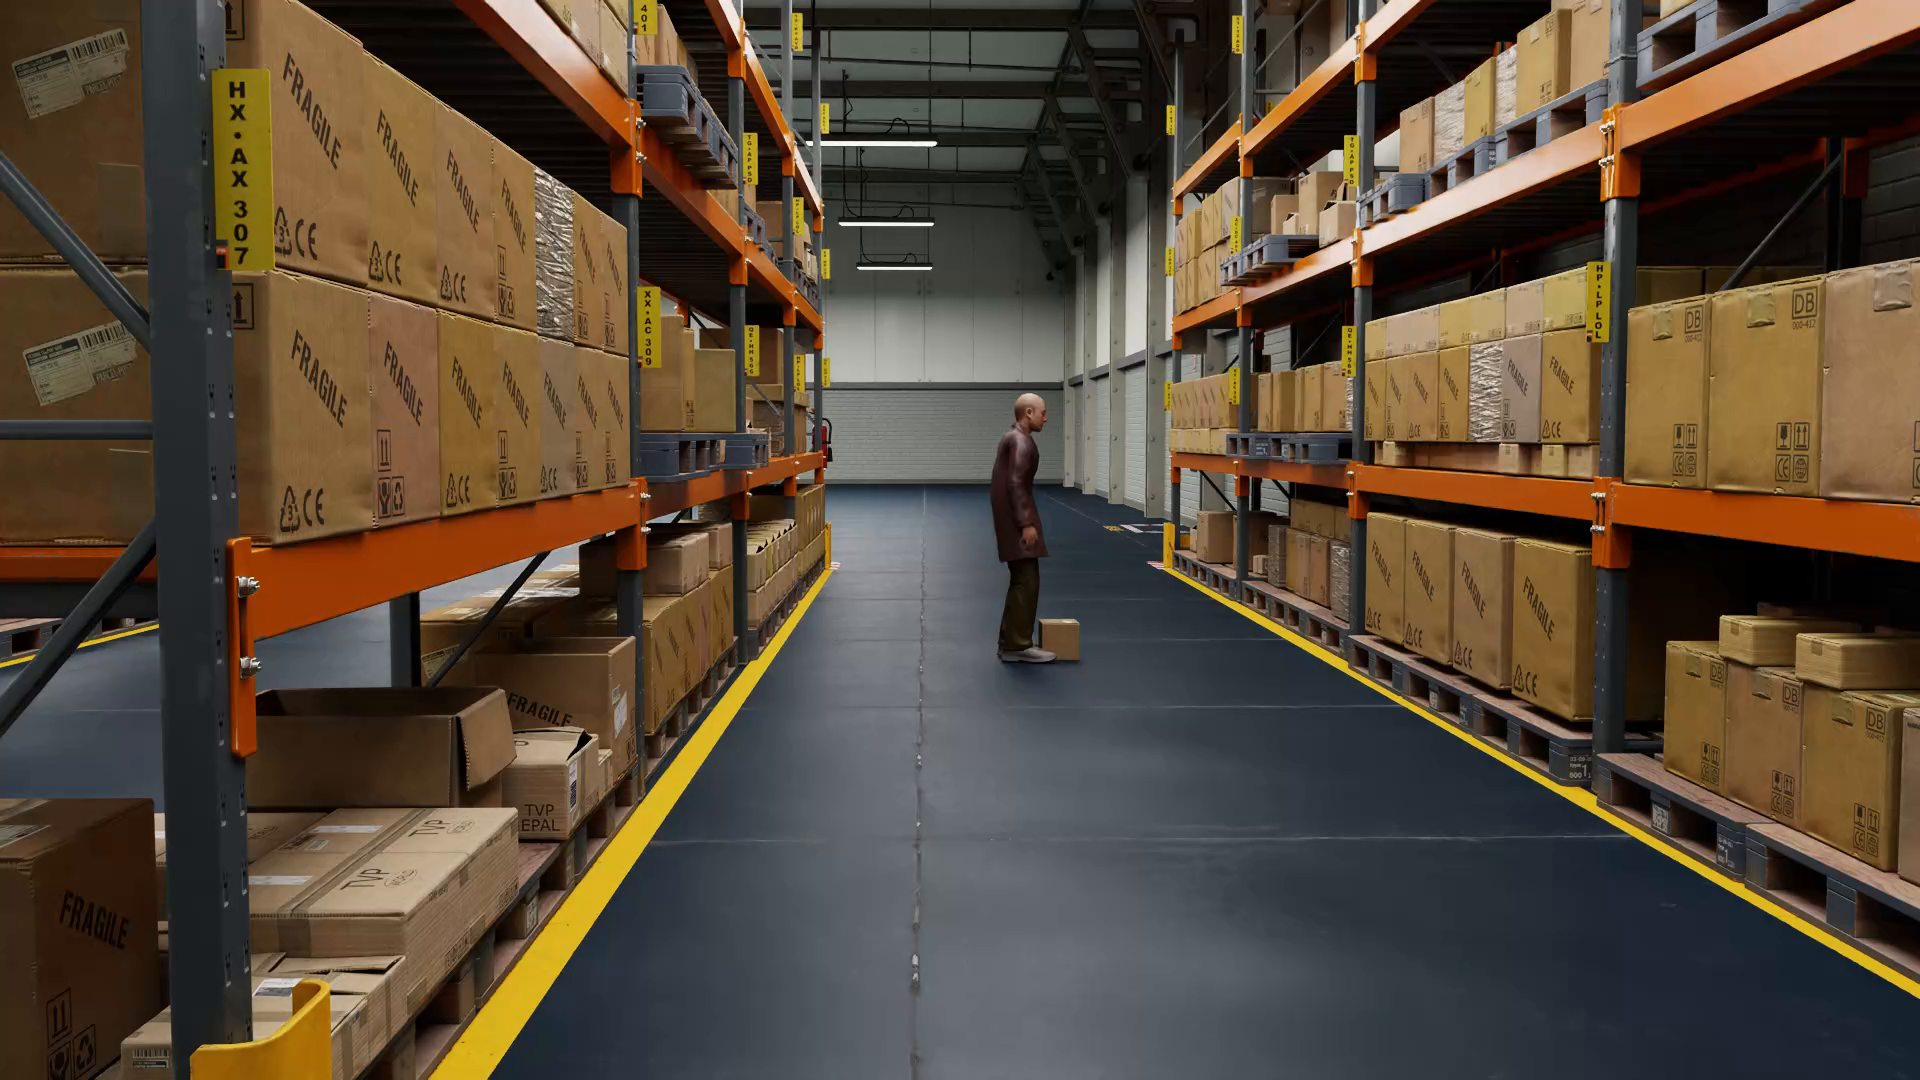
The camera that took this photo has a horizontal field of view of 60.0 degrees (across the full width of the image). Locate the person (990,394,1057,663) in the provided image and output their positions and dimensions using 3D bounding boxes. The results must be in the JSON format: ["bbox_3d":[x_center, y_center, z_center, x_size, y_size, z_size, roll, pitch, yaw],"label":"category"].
[{"bbox_3d":[0.416,-0.090,11.112,0.427,1.773,0.641,0,4,-2],"label":"person"}]
